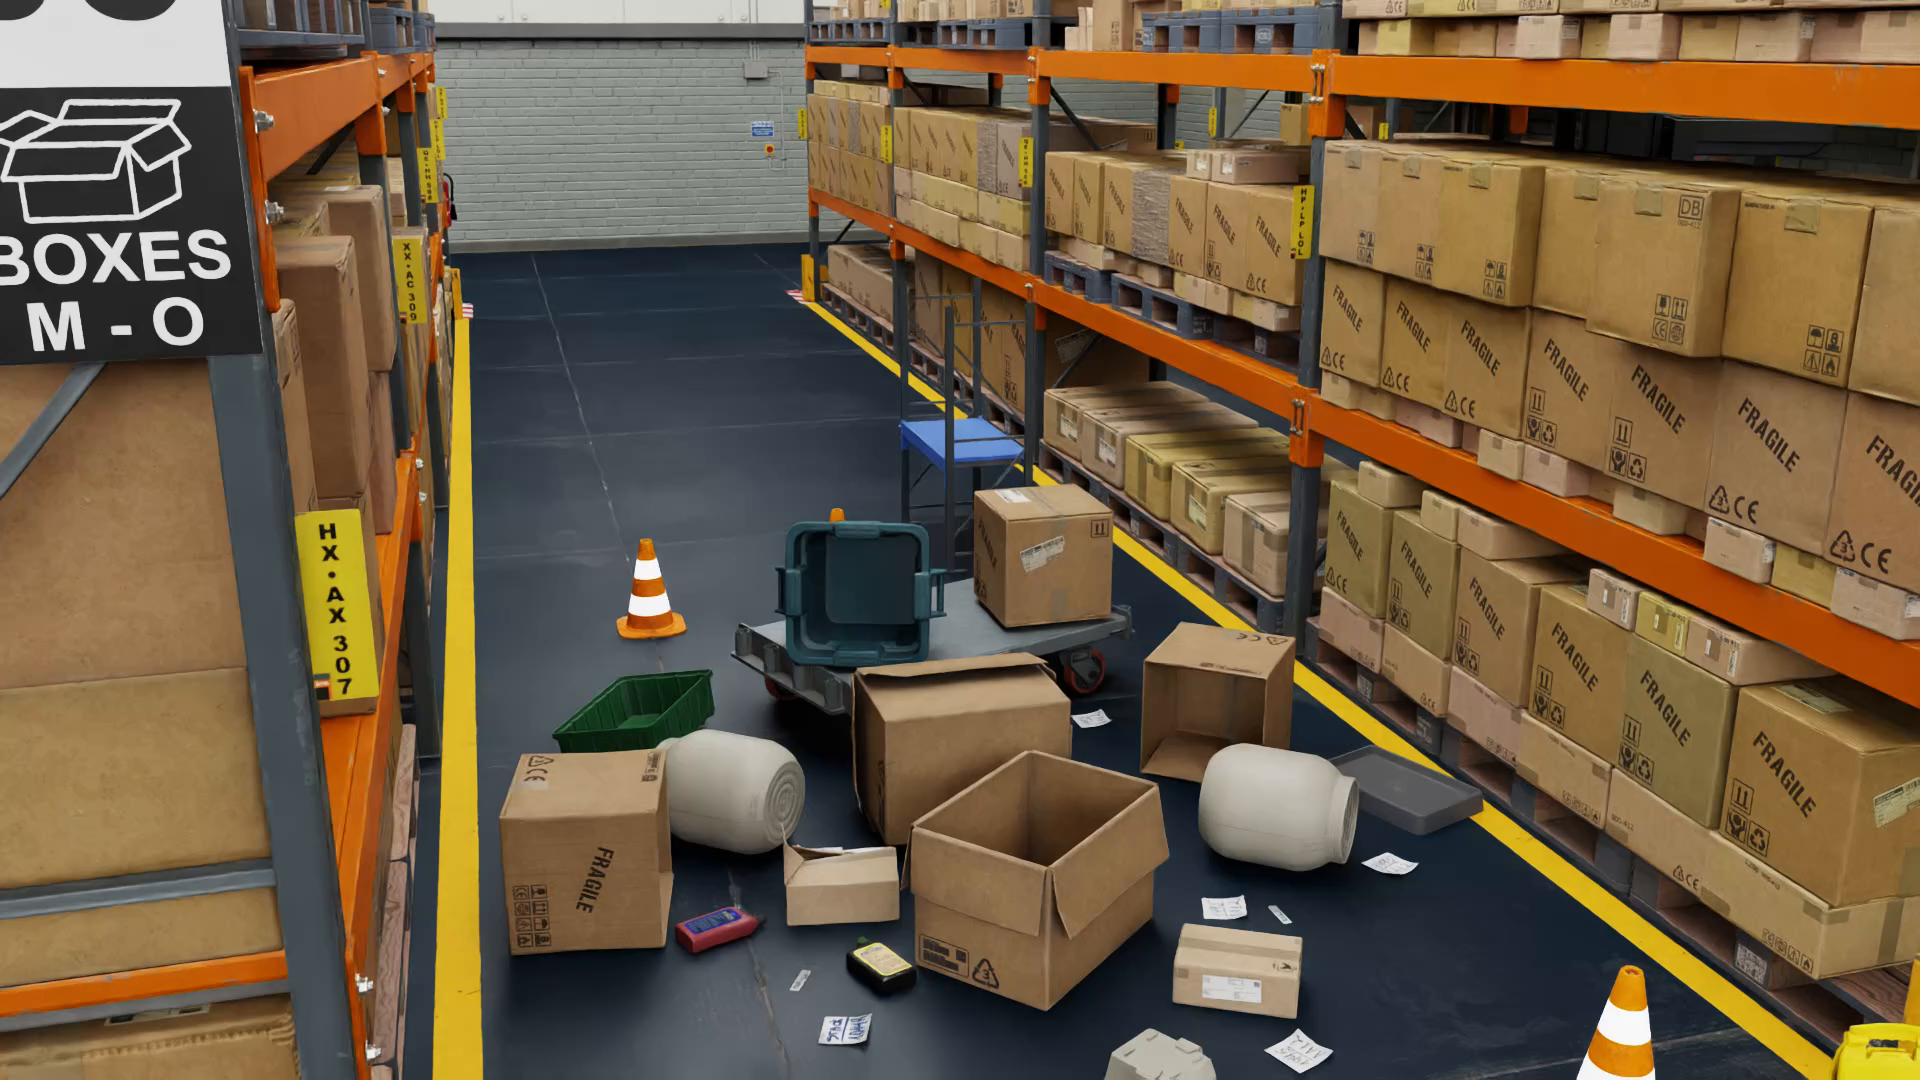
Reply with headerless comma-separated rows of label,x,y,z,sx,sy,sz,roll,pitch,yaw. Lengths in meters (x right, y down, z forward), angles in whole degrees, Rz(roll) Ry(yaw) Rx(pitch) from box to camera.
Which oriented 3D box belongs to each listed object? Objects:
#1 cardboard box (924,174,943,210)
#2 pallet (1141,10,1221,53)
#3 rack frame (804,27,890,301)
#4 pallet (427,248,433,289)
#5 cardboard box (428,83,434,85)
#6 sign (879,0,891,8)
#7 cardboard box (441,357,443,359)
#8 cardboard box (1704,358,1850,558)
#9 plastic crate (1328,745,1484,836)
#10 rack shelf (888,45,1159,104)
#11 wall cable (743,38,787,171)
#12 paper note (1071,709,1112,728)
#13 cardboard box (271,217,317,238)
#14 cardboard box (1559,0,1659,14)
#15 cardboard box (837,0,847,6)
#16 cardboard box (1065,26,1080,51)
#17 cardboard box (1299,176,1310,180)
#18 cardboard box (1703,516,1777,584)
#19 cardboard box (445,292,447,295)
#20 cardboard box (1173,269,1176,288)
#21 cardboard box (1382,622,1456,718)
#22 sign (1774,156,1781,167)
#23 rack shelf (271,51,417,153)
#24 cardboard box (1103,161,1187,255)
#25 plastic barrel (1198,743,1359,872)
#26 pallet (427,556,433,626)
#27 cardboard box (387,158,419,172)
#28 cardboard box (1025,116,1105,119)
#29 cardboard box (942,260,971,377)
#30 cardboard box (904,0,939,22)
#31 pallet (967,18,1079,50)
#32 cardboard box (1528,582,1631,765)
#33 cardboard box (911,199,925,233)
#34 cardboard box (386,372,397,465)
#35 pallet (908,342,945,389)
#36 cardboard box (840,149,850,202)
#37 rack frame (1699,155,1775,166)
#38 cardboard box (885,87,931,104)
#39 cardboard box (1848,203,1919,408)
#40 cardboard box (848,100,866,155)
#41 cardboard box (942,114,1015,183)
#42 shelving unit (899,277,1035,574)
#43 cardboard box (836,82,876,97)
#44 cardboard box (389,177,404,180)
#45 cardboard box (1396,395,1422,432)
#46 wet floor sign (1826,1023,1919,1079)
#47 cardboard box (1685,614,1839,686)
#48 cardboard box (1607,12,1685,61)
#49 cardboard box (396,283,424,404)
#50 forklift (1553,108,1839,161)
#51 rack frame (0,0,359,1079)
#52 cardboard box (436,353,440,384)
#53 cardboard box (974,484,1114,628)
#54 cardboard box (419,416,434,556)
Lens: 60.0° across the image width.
cardboard box,0.009,-2.875,13.700,0.500,0.250,0.500,-4,17,-15
pallet,1.719,-2.734,8.954,1.213,0.211,1.003,-5,17,-15
rack frame,-1.223,-4.241,18.858,1.000,3.000,0.127,-5,17,-15
pallet,-4.055,-1.706,10.751,1.213,0.211,1.003,-5,17,-15
cardboard box,-5.590,-4.384,16.905,0.500,0.500,0.500,-5,17,-16
sign,-0.657,-4.813,14.509,0.100,0.325,0.005,-5,17,-15
cardboard box,-3.993,-1.109,12.046,0.500,0.500,0.500,-5,17,-17
cardboard box,2.626,-0.273,4.956,0.500,0.500,0.500,-5,17,-15
plastic crate,1.717,0.975,6.566,0.402,0.080,0.583,-12,20,-34
rack shelf,0.425,-3.674,13.005,1.077,0.370,4.000,-5,17,-15
wall cable,-2.796,-6.301,23.893,0.585,1.953,0.123,-5,17,-15
paper note,0.580,0.781,7.297,0.148,0.019,0.142,-5,17,-15
cardboard box,-2.157,-0.538,4.391,0.875,0.550,0.500,-5,17,-15
cardboard box,2.349,-1.865,5.476,0.500,0.250,0.500,-5,17,-15
cardboard box,-1.013,-5.738,17.982,0.500,0.250,0.500,-6,18,-20
cardboard box,0.898,-3.244,10.761,0.380,0.149,0.250,-5,17,-15
cardboard box,1.960,-1.742,9.117,0.500,0.500,0.500,-5,17,-16
cardboard box,2.539,0.015,5.123,0.380,0.149,0.250,-4,17,-14
cardboard box,-5.184,-2.319,16.165,0.380,0.149,0.250,-4,17,-12
cardboard box,1.427,-1.488,9.397,0.380,0.149,0.250,-5,18,-17
cardboard box,2.134,0.525,7.040,0.500,0.250,0.500,-4,17,-12
sign,6.279,-3.021,12.783,0.100,0.325,0.005,-5,17,-15
rack shelf,-3.207,-2.148,7.925,1.077,0.370,4.000,-5,17,-15
cardboard box,1.179,-1.987,9.933,0.500,0.500,0.500,-4,17,-14
plastic barrel,1.150,0.967,5.998,0.512,0.421,0.421,7,18,23
pallet,-3.281,0.287,8.629,1.003,0.211,1.213,-5,17,-15
cardboard box,-4.558,-2.986,13.350,0.380,0.149,0.250,-4,17,-13
cardboard box,0.802,-2.992,12.786,0.500,0.500,0.500,-4,17,-14
cardboard box,0.379,-1.904,14.040,0.875,0.875,0.875,-4,17,-14
cardboard box,-0.161,-4.554,13.780,0.500,0.500,0.500,-5,17,-16
pallet,0.747,-3.548,11.665,1.213,0.211,1.003,-4,17,-13
cardboard box,2.424,0.456,5.967,0.500,0.500,0.500,-5,17,-17
cardboard box,-0.113,-2.777,14.245,0.500,0.250,0.500,-5,17,-17
cardboard box,-2.544,-0.473,6.053,0.875,0.550,0.550,-5,17,-15
pallet,0.160,-1.592,14.885,1.003,0.211,1.213,-5,17,-15
cardboard box,-0.926,-3.717,16.937,0.500,0.500,0.500,-4,17,-13
rack frame,5.747,-2.422,12.801,1.000,3.000,0.127,-5,17,-15
cardboard box,-0.483,-4.114,15.394,0.380,0.149,0.250,-4,17,-14
cardboard box,2.823,-0.609,4.336,0.700,0.500,0.500,-5,17,-17
cardboard box,-0.800,-4.051,16.313,0.500,0.500,0.500,-4,17,-15
cardboard box,0.170,-3.097,13.137,0.500,0.500,0.500,-5,17,-16
shelving unit,0.023,-0.695,9.658,0.538,1.500,1.048,-5,17,-15
cardboard box,-1.078,-4.671,17.249,0.380,0.149,0.250,-5,17,-15
cardboard box,-3.985,-2.408,11.428,0.380,0.149,0.250,-4,17,-13
cardboard box,2.074,-0.552,7.013,0.380,0.149,0.250,-5,17,-16
wet floor sign,2.197,1.449,4.006,0.267,0.644,0.232,1,17,4
cardboard box,2.537,0.333,5.247,0.380,0.149,0.250,-4,17,-14
cardboard box,2.342,-1.630,5.386,0.380,0.149,0.250,-5,17,-16
cardboard box,-2.683,-0.857,7.417,0.500,0.500,0.500,-5,17,-15
forklift,3.911,-1.228,8.944,3.031,2.935,1.130,3,17,9
rack frame,-1.561,0.604,2.727,0.949,2.616,0.053,-5,17,-15
cardboard box,-3.713,-1.182,10.985,0.500,0.250,0.500,-6,18,-18
cardboard box,0.371,0.062,7.562,0.500,0.500,0.500,-5,17,-15
cardboard box,-3.432,-0.316,8.970,1.050,0.750,0.750,-4,17,-14
